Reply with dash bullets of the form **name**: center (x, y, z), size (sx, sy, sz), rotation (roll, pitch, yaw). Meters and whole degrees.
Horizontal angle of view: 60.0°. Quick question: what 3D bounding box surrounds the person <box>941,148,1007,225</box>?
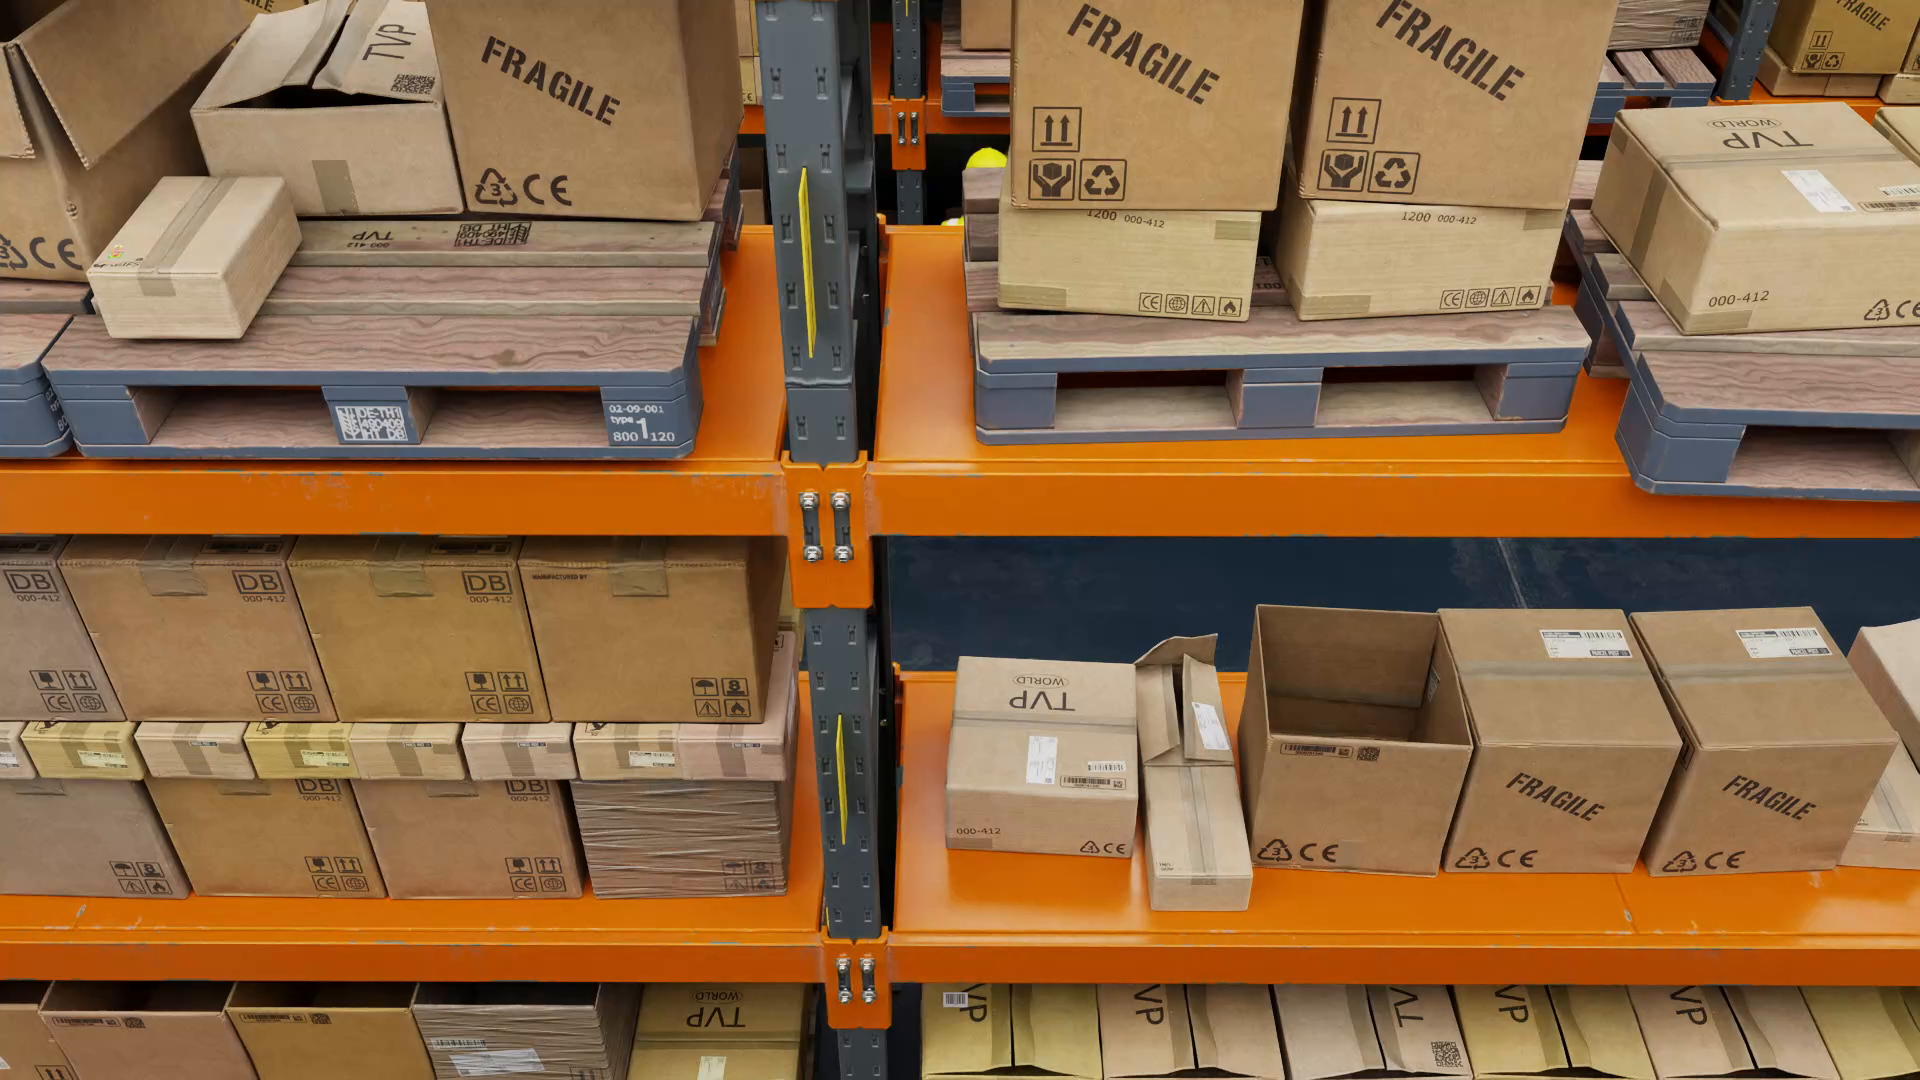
- **person**: center (0.120, -0.878, 7.208), size (0.563, 1.762, 0.358), rotation (1, 39, 1)
